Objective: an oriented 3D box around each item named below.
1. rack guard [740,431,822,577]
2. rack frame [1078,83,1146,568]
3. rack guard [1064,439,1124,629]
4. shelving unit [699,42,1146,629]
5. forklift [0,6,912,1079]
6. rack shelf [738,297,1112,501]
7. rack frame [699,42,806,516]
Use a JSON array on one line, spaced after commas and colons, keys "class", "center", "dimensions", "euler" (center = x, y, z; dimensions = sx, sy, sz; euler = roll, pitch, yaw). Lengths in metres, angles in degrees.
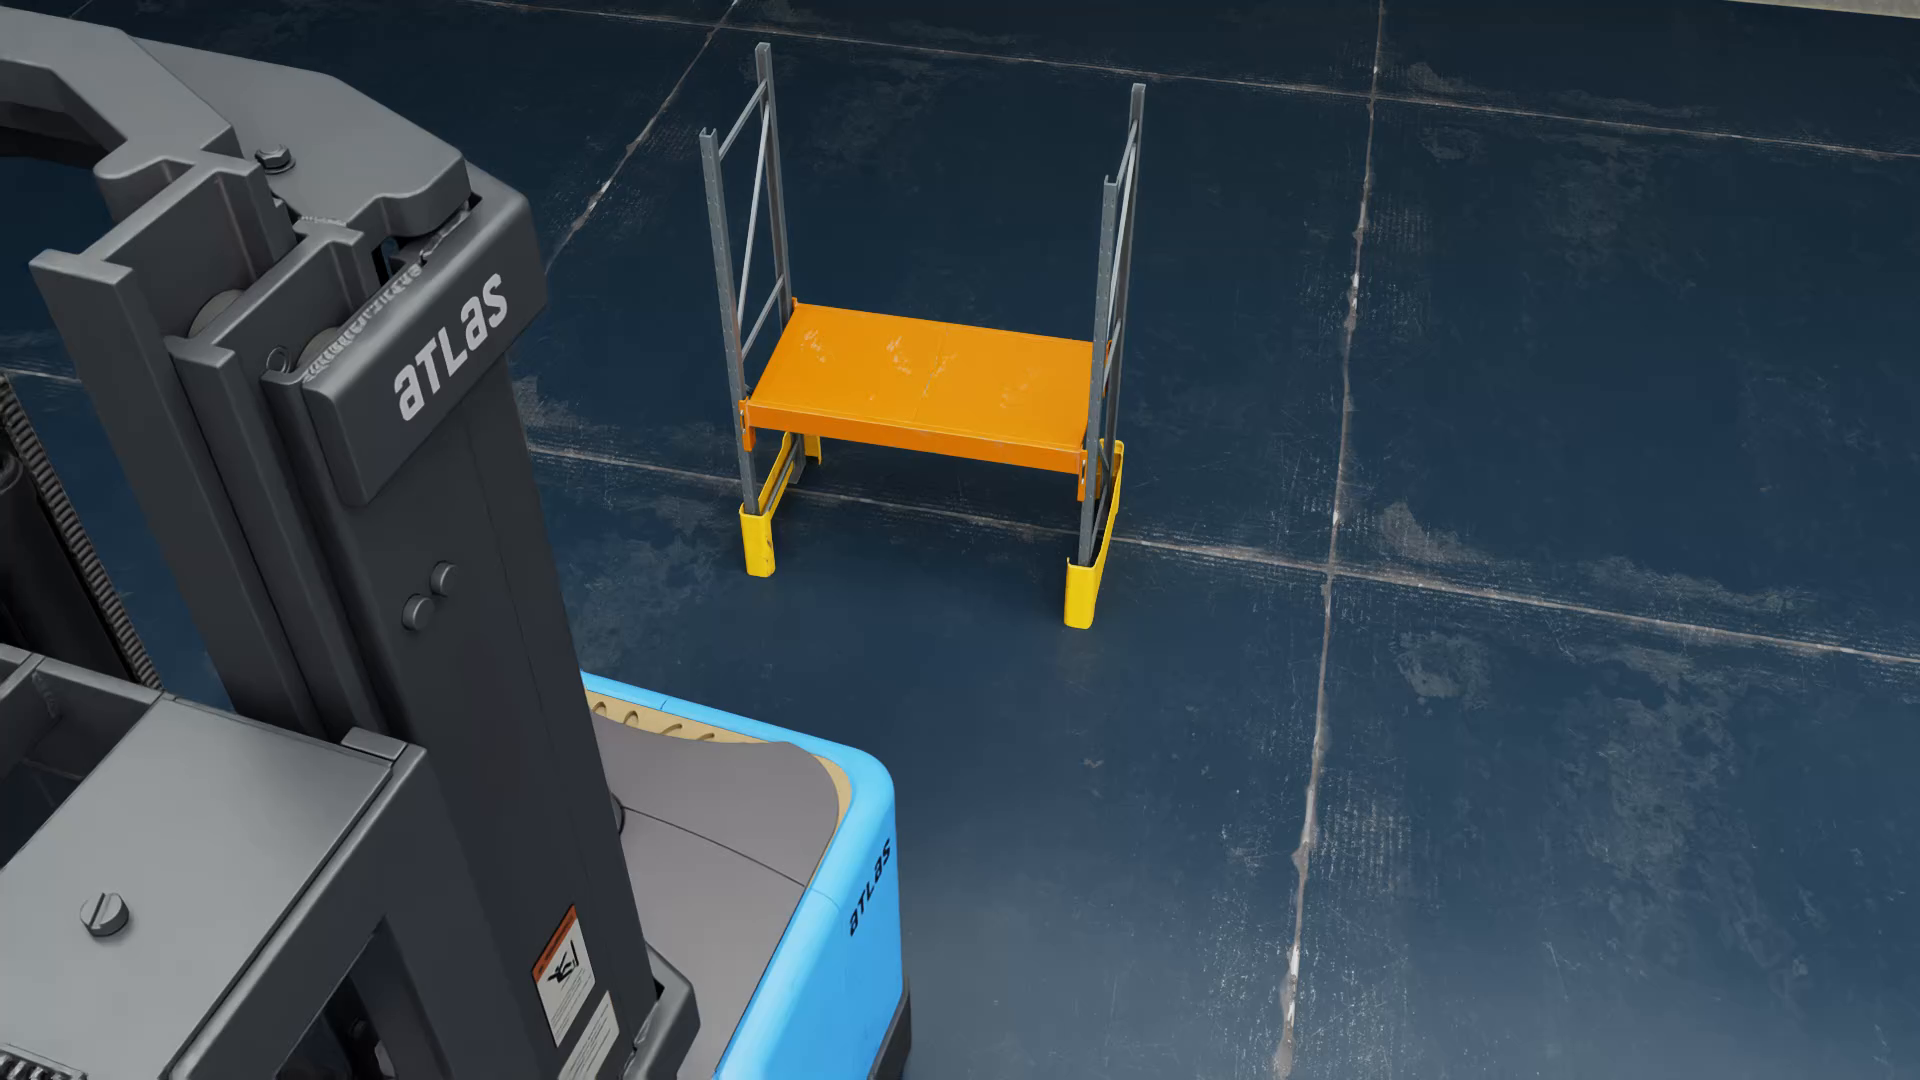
[{"class": "rack guard", "center": [-0.560, -0.177, 5.254], "dimensions": [0.087, 0.250, 0.587], "euler": [9, 45, 9]}, {"class": "rack frame", "center": [0.413, -0.476, 4.663], "dimensions": [0.032, 1.500, 0.500], "euler": [9, 45, 9]}, {"class": "rack guard", "center": [0.412, -0.026, 5.097], "dimensions": [0.087, 0.250, 0.587], "euler": [9, 45, 9]}, {"class": "shelving unit", "center": [-0.074, -0.552, 4.742], "dimensions": [1.083, 1.500, 0.587], "euler": [9, 45, 9]}, {"class": "forklift", "center": [-1.083, 0.999, 2.098], "dimensions": [1.130, 2.935, 3.031], "euler": [14, 46, 14]}, {"class": "rack shelf", "center": [-0.083, -0.424, 4.868], "dimensions": [1.000, 0.185, 0.538], "euler": [9, 45, 9]}, {"class": "rack frame", "center": [-0.579, -0.630, 4.823], "dimensions": [0.032, 1.500, 0.500], "euler": [9, 45, 9]}]
